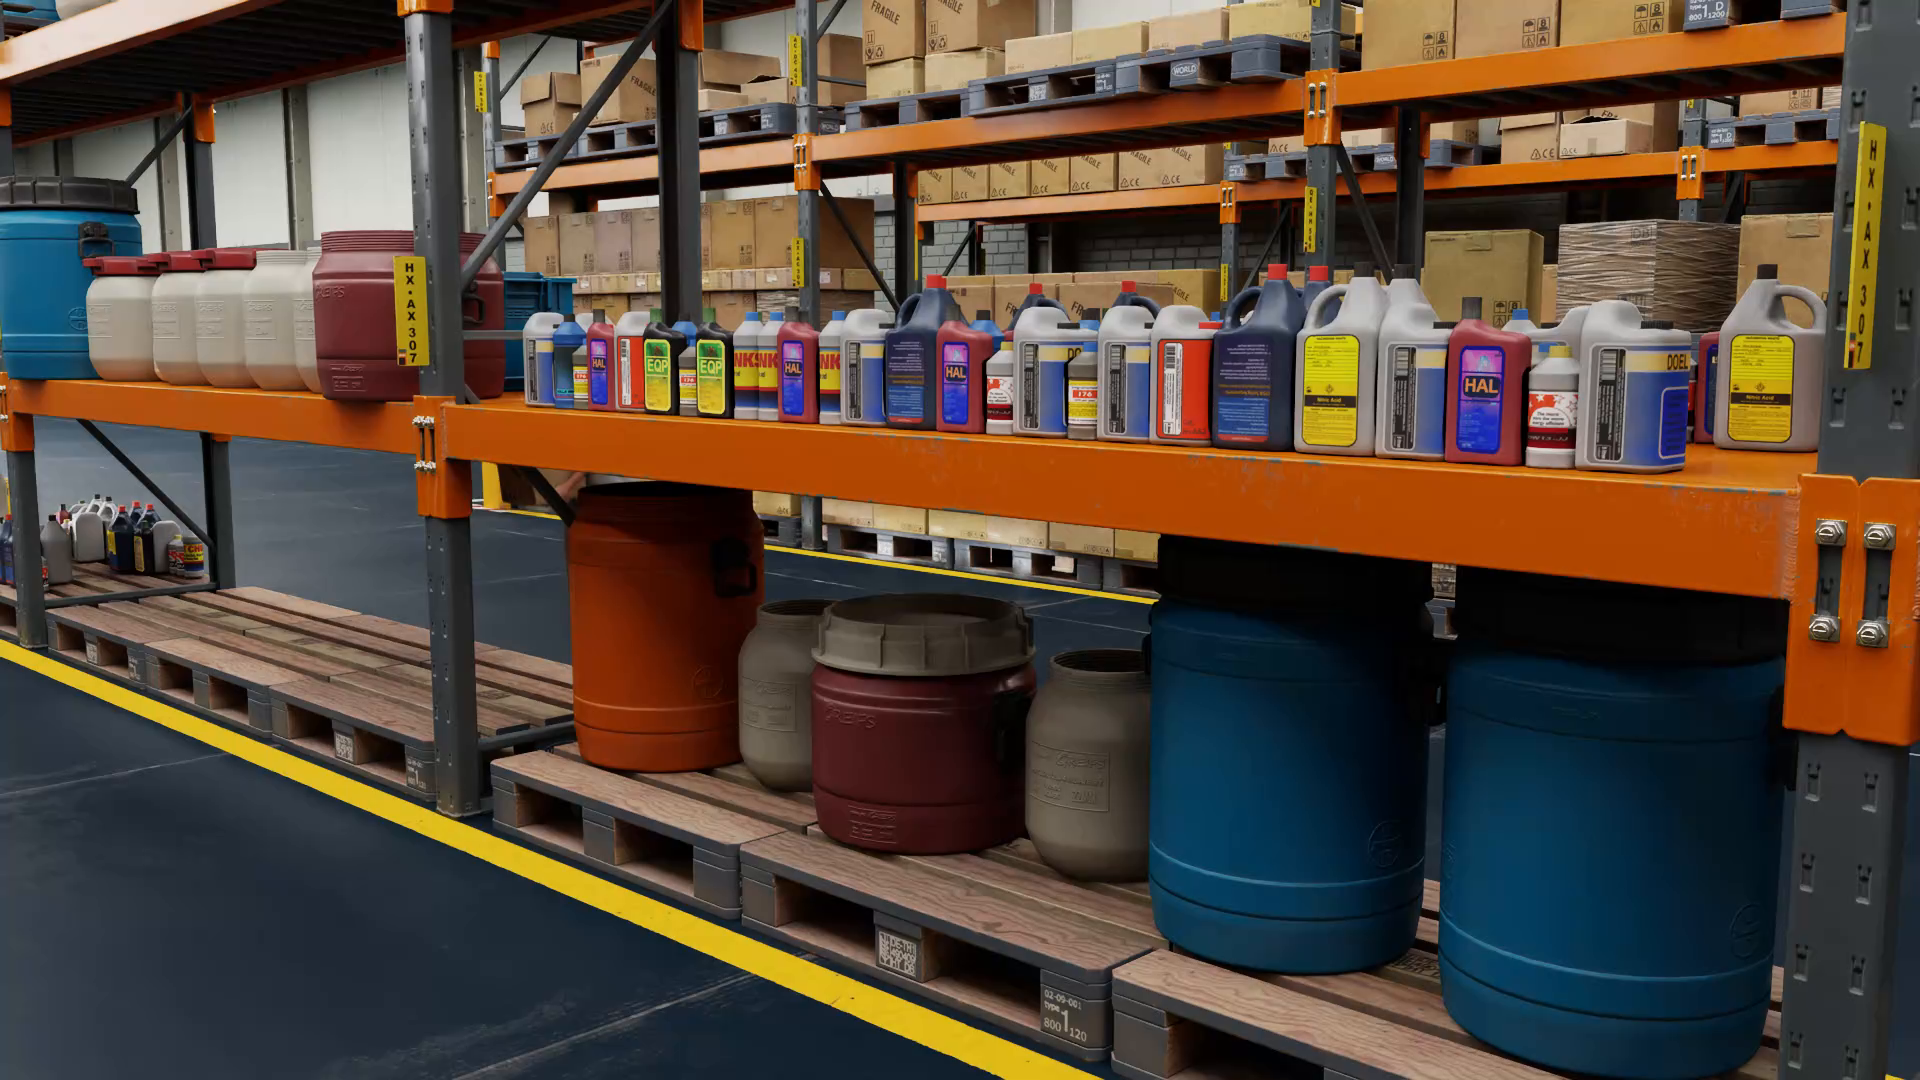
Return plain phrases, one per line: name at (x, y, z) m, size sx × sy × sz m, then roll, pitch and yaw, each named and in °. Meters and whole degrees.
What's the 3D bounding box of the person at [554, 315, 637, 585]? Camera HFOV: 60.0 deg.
person at (-1.584, -0.141, 6.940) m, size 0.402 × 1.597 × 0.491 m, roll 7°, pitch 10°, yaw 43°
